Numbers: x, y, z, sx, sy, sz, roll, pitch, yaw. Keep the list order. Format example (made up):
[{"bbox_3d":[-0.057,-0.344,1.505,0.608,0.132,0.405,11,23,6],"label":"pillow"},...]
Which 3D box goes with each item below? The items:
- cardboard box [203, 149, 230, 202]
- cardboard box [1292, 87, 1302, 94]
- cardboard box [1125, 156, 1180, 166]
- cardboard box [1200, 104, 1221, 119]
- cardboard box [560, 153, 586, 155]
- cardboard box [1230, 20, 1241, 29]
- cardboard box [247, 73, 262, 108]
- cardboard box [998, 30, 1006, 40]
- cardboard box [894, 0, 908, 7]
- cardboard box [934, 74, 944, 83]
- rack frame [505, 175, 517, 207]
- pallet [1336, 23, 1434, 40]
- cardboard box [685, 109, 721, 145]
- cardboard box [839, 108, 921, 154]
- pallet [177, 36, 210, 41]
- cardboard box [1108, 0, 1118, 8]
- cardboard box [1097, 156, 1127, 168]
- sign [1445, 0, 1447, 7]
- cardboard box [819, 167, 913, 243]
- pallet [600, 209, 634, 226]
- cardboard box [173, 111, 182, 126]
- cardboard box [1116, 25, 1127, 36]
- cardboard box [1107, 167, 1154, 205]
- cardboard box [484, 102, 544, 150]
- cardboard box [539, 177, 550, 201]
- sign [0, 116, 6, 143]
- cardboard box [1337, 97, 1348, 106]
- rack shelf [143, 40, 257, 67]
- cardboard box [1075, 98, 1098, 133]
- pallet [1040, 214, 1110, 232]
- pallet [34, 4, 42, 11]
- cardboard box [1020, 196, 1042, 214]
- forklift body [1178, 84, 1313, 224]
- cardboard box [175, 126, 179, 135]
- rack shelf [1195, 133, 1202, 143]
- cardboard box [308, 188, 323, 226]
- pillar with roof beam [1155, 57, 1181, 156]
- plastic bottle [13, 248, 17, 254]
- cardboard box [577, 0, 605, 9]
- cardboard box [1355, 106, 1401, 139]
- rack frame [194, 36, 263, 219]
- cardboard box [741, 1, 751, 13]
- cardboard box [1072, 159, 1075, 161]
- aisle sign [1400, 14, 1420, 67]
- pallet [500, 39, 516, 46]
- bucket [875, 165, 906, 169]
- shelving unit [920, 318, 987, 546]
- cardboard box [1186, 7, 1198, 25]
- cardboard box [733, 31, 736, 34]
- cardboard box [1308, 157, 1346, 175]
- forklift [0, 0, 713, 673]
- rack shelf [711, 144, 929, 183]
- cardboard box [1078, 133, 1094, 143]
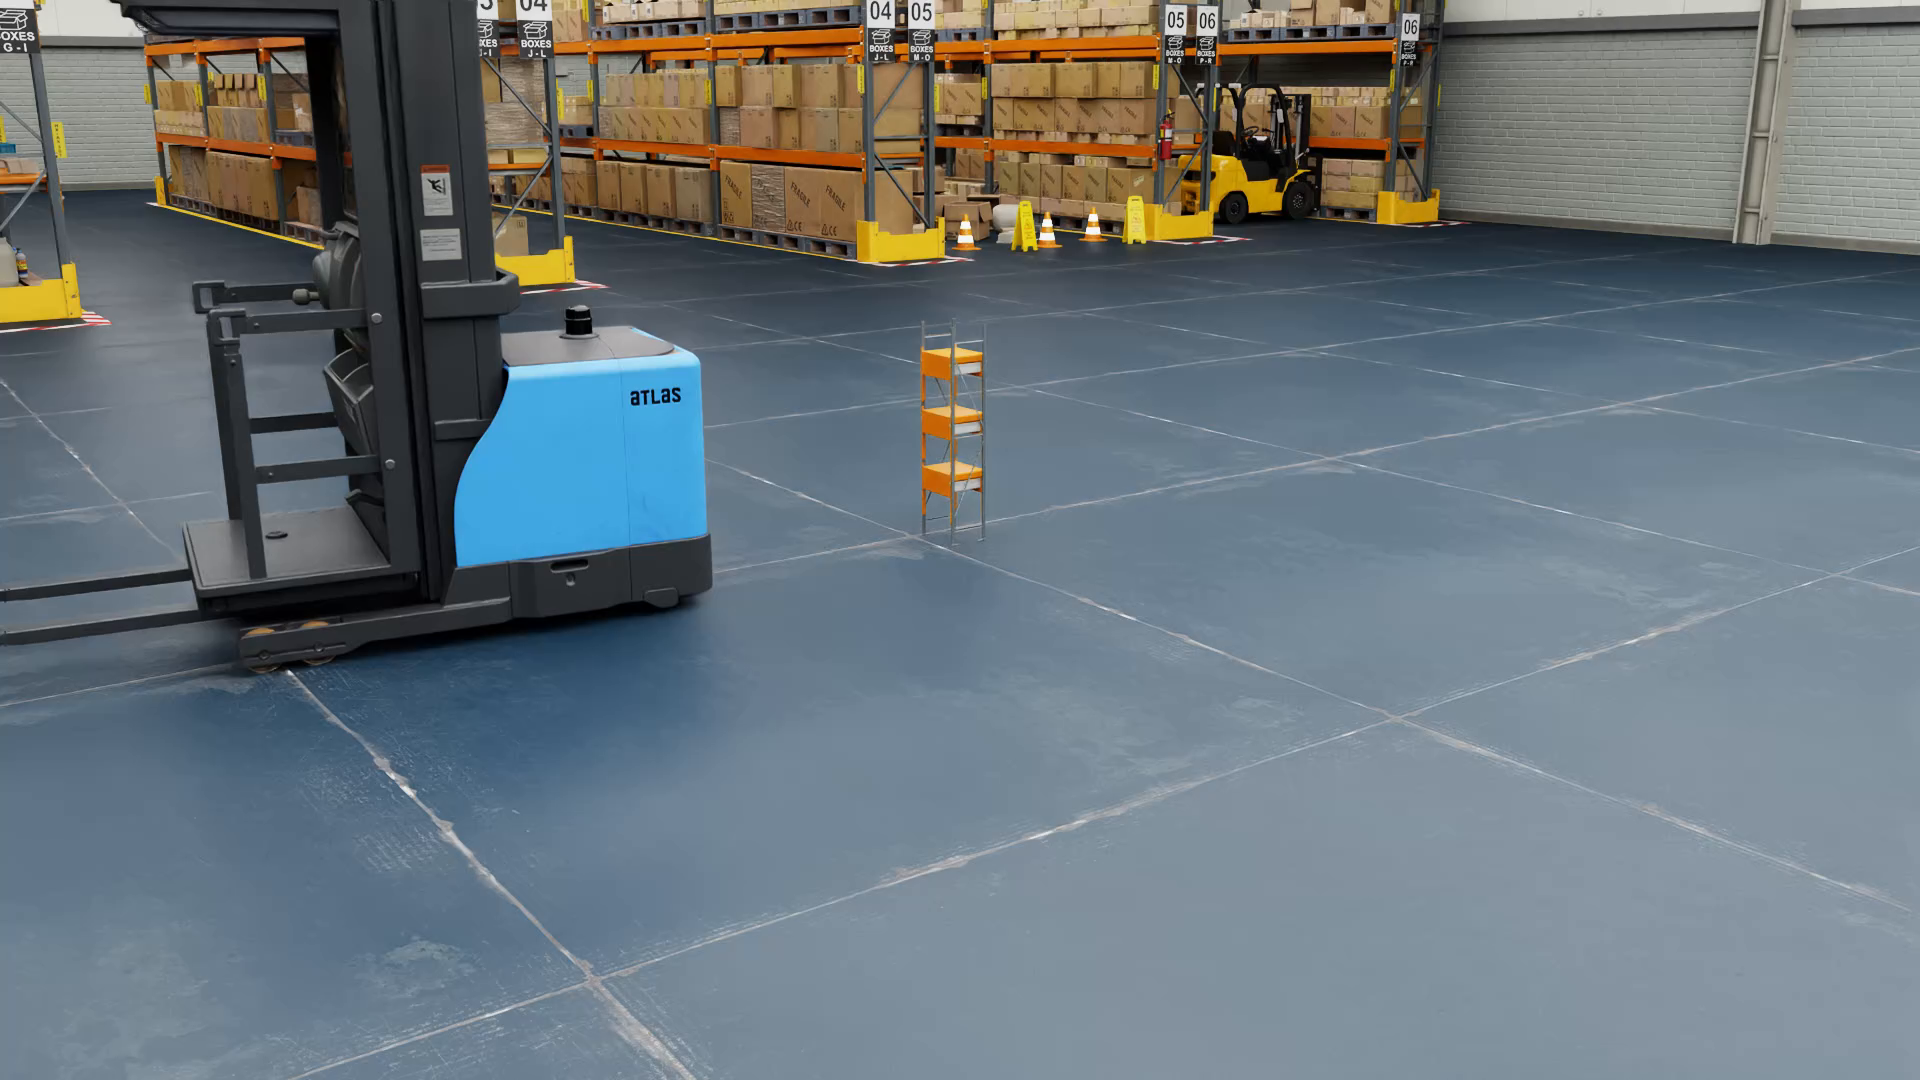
[{"bbox_3d":[-12.208,-6.167,28.155,0.875,0.875,0.875,-11,19,-35],"label":"cardboard box"},{"bbox_3d":[5.778,-7.514,27.866,0.380,0.149,0.250,-11,19,-34],"label":"cardboard box"},{"bbox_3d":[3.639,-6.931,31.420,0.875,0.625,0.625,-12,19,-37],"label":"cardboard box"},{"bbox_3d":[4.353,-7.671,29.758,0.500,0.250,0.500,-11,19,-36],"label":"cardboard box"},{"bbox_3d":[-6.879,-6.711,29.433,0.500,0.250,0.500,-10,18,-32],"label":"cardboard box"},{"bbox_3d":[4.867,-8.870,28.612,0.380,0.149,0.250,-10,18,-33],"label":"cardboard box"},{"bbox_3d":[-10.330,-6.812,25.193,0.797,0.503,0.637,-10,18,-33],"label":"cardboard box"},{"bbox_3d":[0.820,-7.886,25.999,0.380,0.149,0.250,-11,19,-35],"label":"cardboard box"},{"bbox_3d":[-0.699,-6.721,20.759,0.380,0.149,0.250,-11,19,-34],"label":"cardboard box"},{"bbox_3d":[-0.215,-7.636,27.518,0.380,0.149,0.250,-12,19,-37],"label":"cardboard box"},{"bbox_3d":[-7.813,-7.584,30.104,1.000,3.000,0.127,-11,19,-35],"label":"rack frame"},{"bbox_3d":[6.805,-8.142,26.627,1.003,0.211,1.213,-11,19,-35],"label":"pallet"},{"bbox_3d":[-3.632,-5.994,24.104,0.500,0.500,0.500,-11,19,-35],"label":"cardboard box"},{"bbox_3d":[-1.012,-5.166,20.985,0.875,0.550,0.550,-11,19,-35],"label":"cardboard box"},{"bbox_3d":[-12.357,-8.416,27.630,1.003,0.211,1.213,-11,19,-35],"label":"pallet"},{"bbox_3d":[2.357,-7.723,23.895,0.380,0.149,0.250,-11,19,-34],"label":"cardboard box"},{"bbox_3d":[2.235,-5.561,24.476,0.380,0.149,0.250,-10,18,-33],"label":"cardboard box"},{"bbox_3d":[7.653,-8.574,26.234,0.100,0.325,0.005,-11,19,-35],"label":"sign"},{"bbox_3d":[-1.209,-4.334,21.458,0.875,0.875,0.875,-11,19,-34],"label":"cardboard box"},{"bbox_3d":[-5.058,-5.205,26.693,1.003,0.211,1.213,-11,19,-35],"label":"pallet"},{"bbox_3d":[-13.258,-7.288,28.743,0.500,0.250,0.500,-11,19,-36],"label":"cardboard box"},{"bbox_3d":[2.450,-7.280,23.787,0.380,0.149,0.250,-10,18,-33],"label":"cardboard box"},{"bbox_3d":[2.505,-5.180,24.313,0.500,0.500,0.500,-11,19,-34],"label":"cardboard box"},{"bbox_3d":[-5.130,-4.587,18.399,0.875,0.500,0.500,-11,19,-35],"label":"cardboard box"},{"bbox_3d":[-6.962,-6.159,28.838,0.500,0.500,0.500,-10,18,-34],"label":"cardboard box"},{"bbox_3d":[-10.735,-4.575,18.586,0.100,0.325,0.005,-11,19,-35],"label":"sign"},{"bbox_3d":[6.356,-7.144,27.078,0.380,0.149,0.250,-11,19,-35],"label":"cardboard box"},{"bbox_3d":[-13.060,-8.363,28.629,1.077,0.370,4.000,-11,19,-35],"label":"rack shelf"},{"bbox_3d":[2.063,-6.291,24.628,0.500,0.500,0.500,-11,19,-35],"label":"cardboard box"},{"bbox_3d":[1.980,-4.922,25.660,1.003,0.211,1.213,-11,19,-35],"label":"pallet"},{"bbox_3d":[-9.242,-5.052,15.528,1.003,0.211,1.213,-11,19,-35],"label":"pallet"},{"bbox_3d":[1.287,-5.262,26.032,0.500,0.250,0.500,-10,18,-31],"label":"cardboard box"},{"bbox_3d":[4.610,-6.295,27.002,2.313,2.155,1.214,-11,19,-35],"label":"forklift body"},{"bbox_3d":[-13.389,-7.113,28.860,0.380,0.149,0.250,-11,19,-36],"label":"cardboard box"},{"bbox_3d":[3.672,-7.517,31.221,1.077,0.370,4.000,-11,19,-35],"label":"rack shelf"},{"bbox_3d":[-8.786,-4.732,23.584,0.700,0.500,0.500,-13,20,-39],"label":"cardboard box"},{"bbox_3d":[0.510,-10.378,28.947,9.100,9.000,0.400,-11,19,-35],"label":"pillar with roof beam"},{"bbox_3d":[-9.850,-2.909,17.359,0.097,0.271,0.097,0,15,0],"label":"plastic bottle"},{"bbox_3d":[-5.909,-8.640,26.641,0.396,0.266,0.258,-11,19,-35],"label":"cardboard box"},{"bbox_3d":[6.698,-6.695,26.667,0.500,0.500,0.500,-11,19,-36],"label":"cardboard box"},{"bbox_3d":[-11.884,-6.836,27.370,1.000,3.000,0.127,-11,19,-35],"label":"rack frame"},{"bbox_3d":[-2.724,-7.160,22.362,0.380,0.149,0.250,-11,19,-35],"label":"cardboard box"},{"bbox_3d":[2.074,-7.345,33.169,0.500,0.500,0.500,-10,18,-33],"label":"cardboard box"},{"bbox_3d":[7.001,-7.777,25.884,0.394,0.787,0.004,-11,19,-35],"label":"aisle sign"},{"bbox_3d":[-7.536,-8.792,29.190,1.213,0.211,1.003,-11,19,-35],"label":"pallet"},{"bbox_3d":[-1.164,-5.359,25.295,0.726,0.611,0.620,-4,6,-15],"label":"bucket"},{"bbox_3d":[-0.031,-0.518,7.979,0.215,1.050,0.252,-11,19,-35],"label":"shelving unit"},{"bbox_3d":[3.107,-7.478,23.755,0.500,0.250,0.500,-11,19,-36],"label":"cardboard box"},{"bbox_3d":[-4.503,-10.093,32.860,0.396,0.266,0.258,-10,18,-33],"label":"cardboard box"},{"bbox_3d":[6.068,-6.206,27.586,0.500,0.250,0.500,-11,19,-34],"label":"cardboard box"},{"bbox_3d":[-2.603,-1.073,6.444,3.031,2.935,1.130,-8,17,-26],"label":"forklift"},{"bbox_3d":[-1.933,-5.102,22.397,1.077,0.370,4.000,-11,19,-35],"label":"rack shelf"},{"bbox_3d":[1.986,-5.999,24.789,0.380,0.149,0.250,-11,19,-35],"label":"cardboard box"}]
